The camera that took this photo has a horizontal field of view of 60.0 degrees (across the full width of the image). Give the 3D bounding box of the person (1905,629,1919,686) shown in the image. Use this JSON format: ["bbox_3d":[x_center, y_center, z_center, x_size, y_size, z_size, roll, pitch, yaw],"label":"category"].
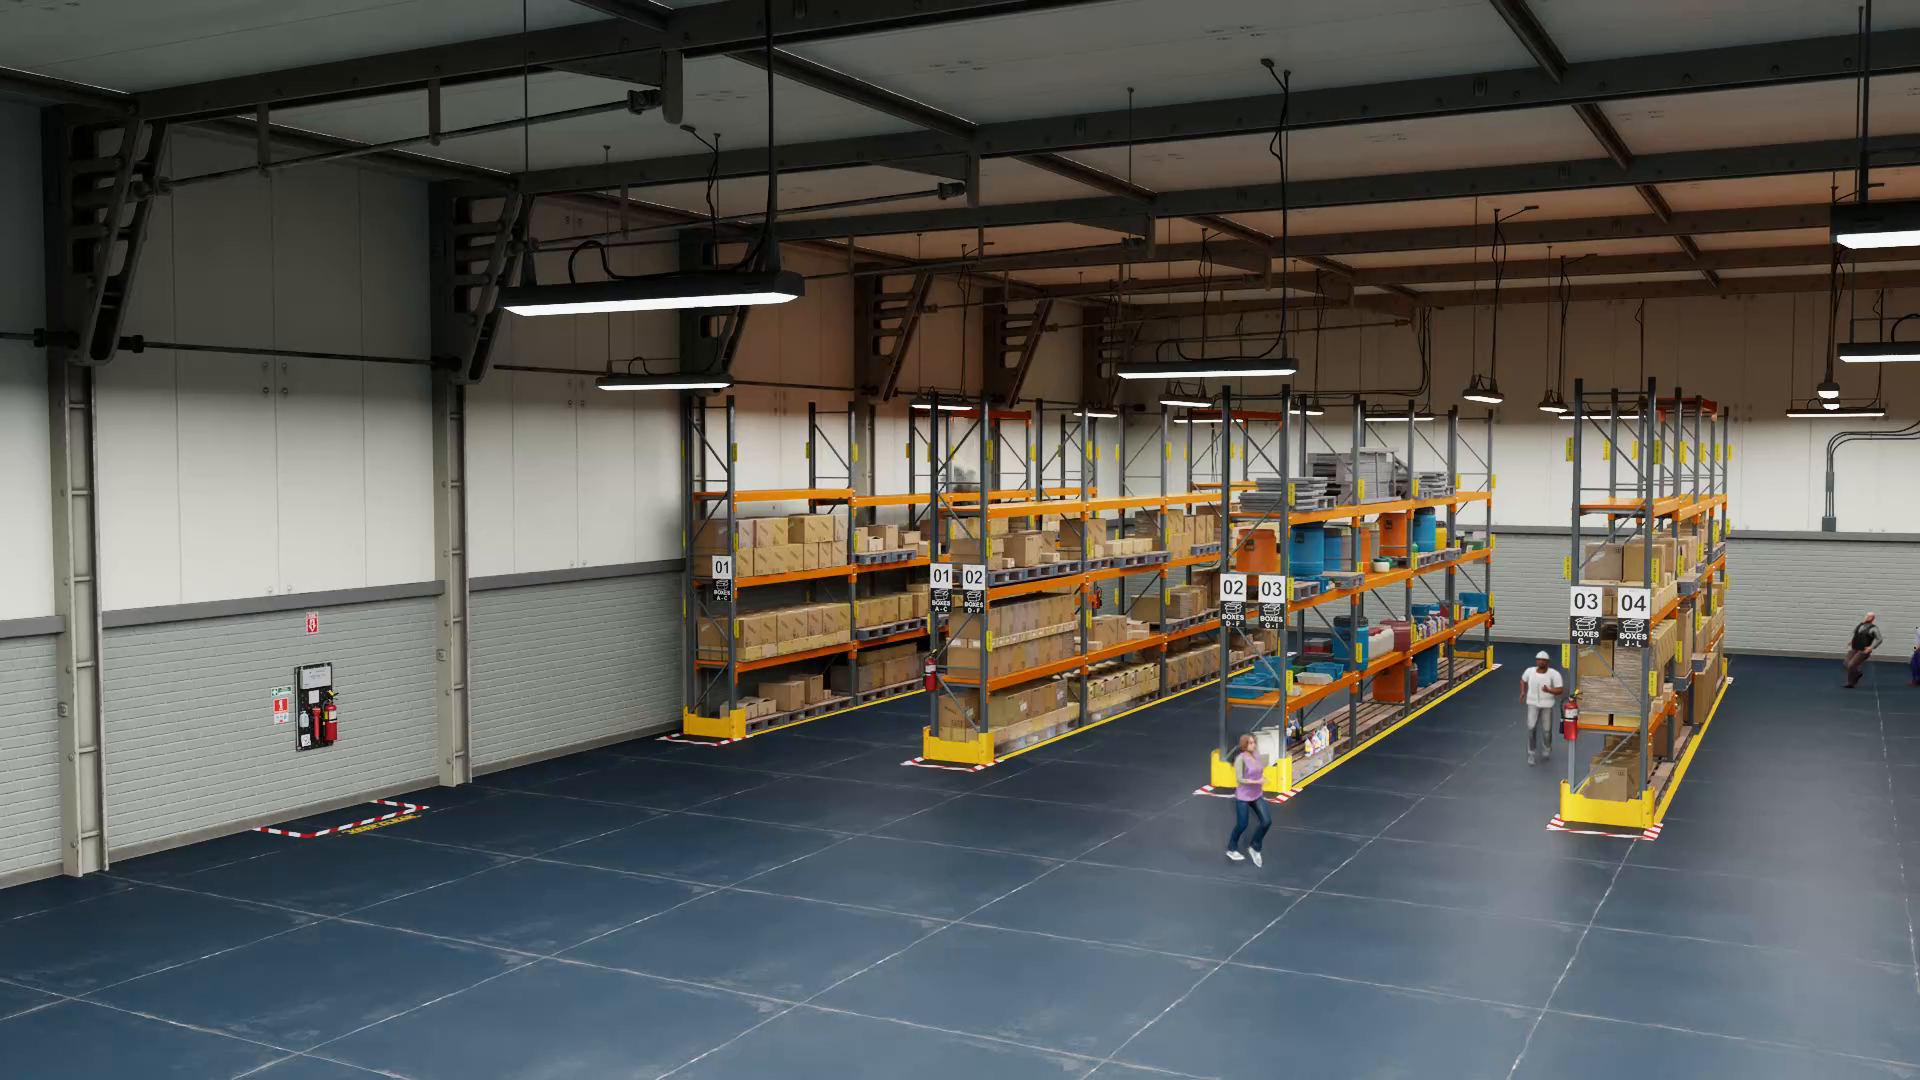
[{"bbox_3d":[20.622,2.345,35.411,0.760,1.598,0.667,1,3,21],"label":"person"}]

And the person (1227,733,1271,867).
[{"bbox_3d":[3.506,3.142,20.110,0.508,1.611,0.672,-2,4,-34],"label":"person"}]

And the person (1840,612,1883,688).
[{"bbox_3d":[19.007,2.333,35.101,0.583,1.634,0.714,-1,3,-13],"label":"person"}]

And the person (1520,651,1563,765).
[{"bbox_3d":[9.381,2.705,26.856,0.676,1.831,0.781,1,3,25],"label":"person"}]
